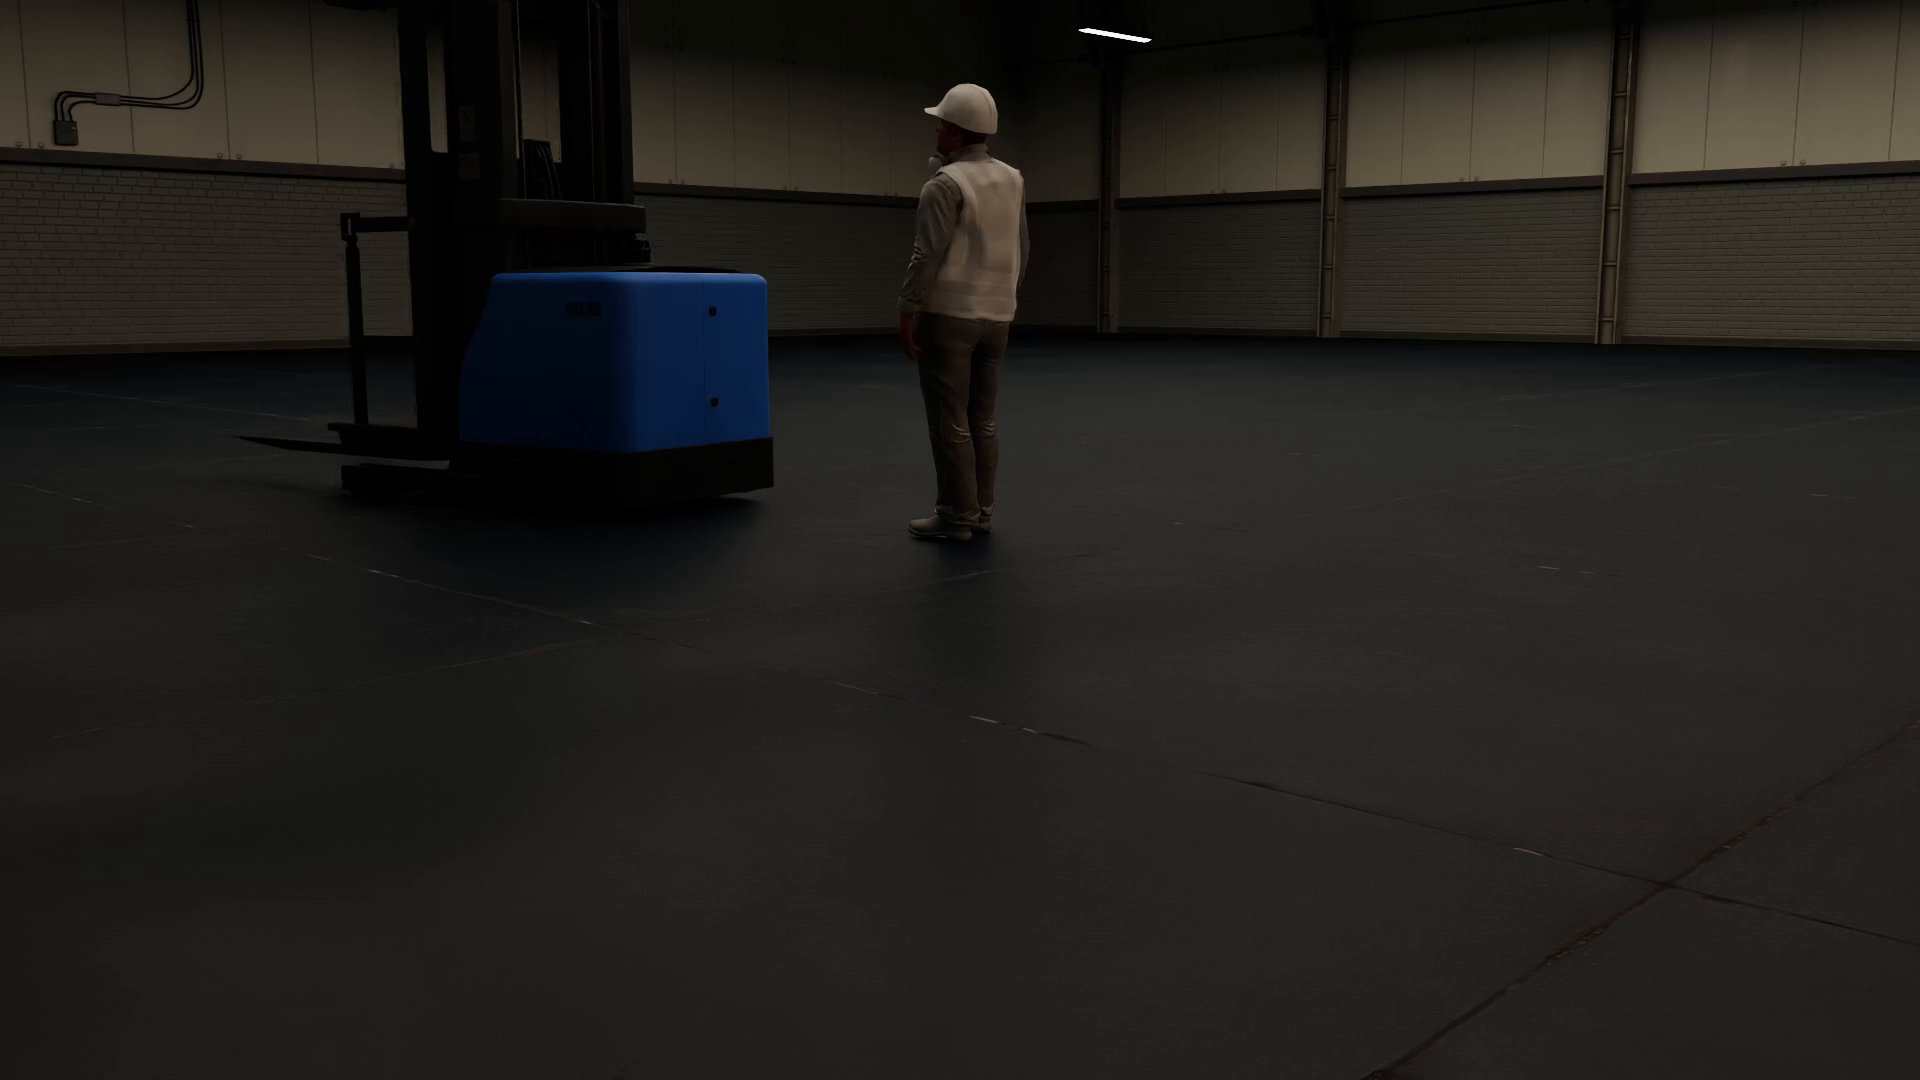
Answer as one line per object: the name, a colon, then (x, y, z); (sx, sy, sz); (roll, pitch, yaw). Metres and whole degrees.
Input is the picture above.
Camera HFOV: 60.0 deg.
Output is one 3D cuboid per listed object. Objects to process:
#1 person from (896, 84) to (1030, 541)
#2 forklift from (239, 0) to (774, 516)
person: (-0.040, -0.892, 6.633); (0.566, 1.775, 0.633); (8, 12, 43)
forklift: (-2.402, -1.697, 8.144); (3.031, 2.935, 1.130); (6, 10, 33)
